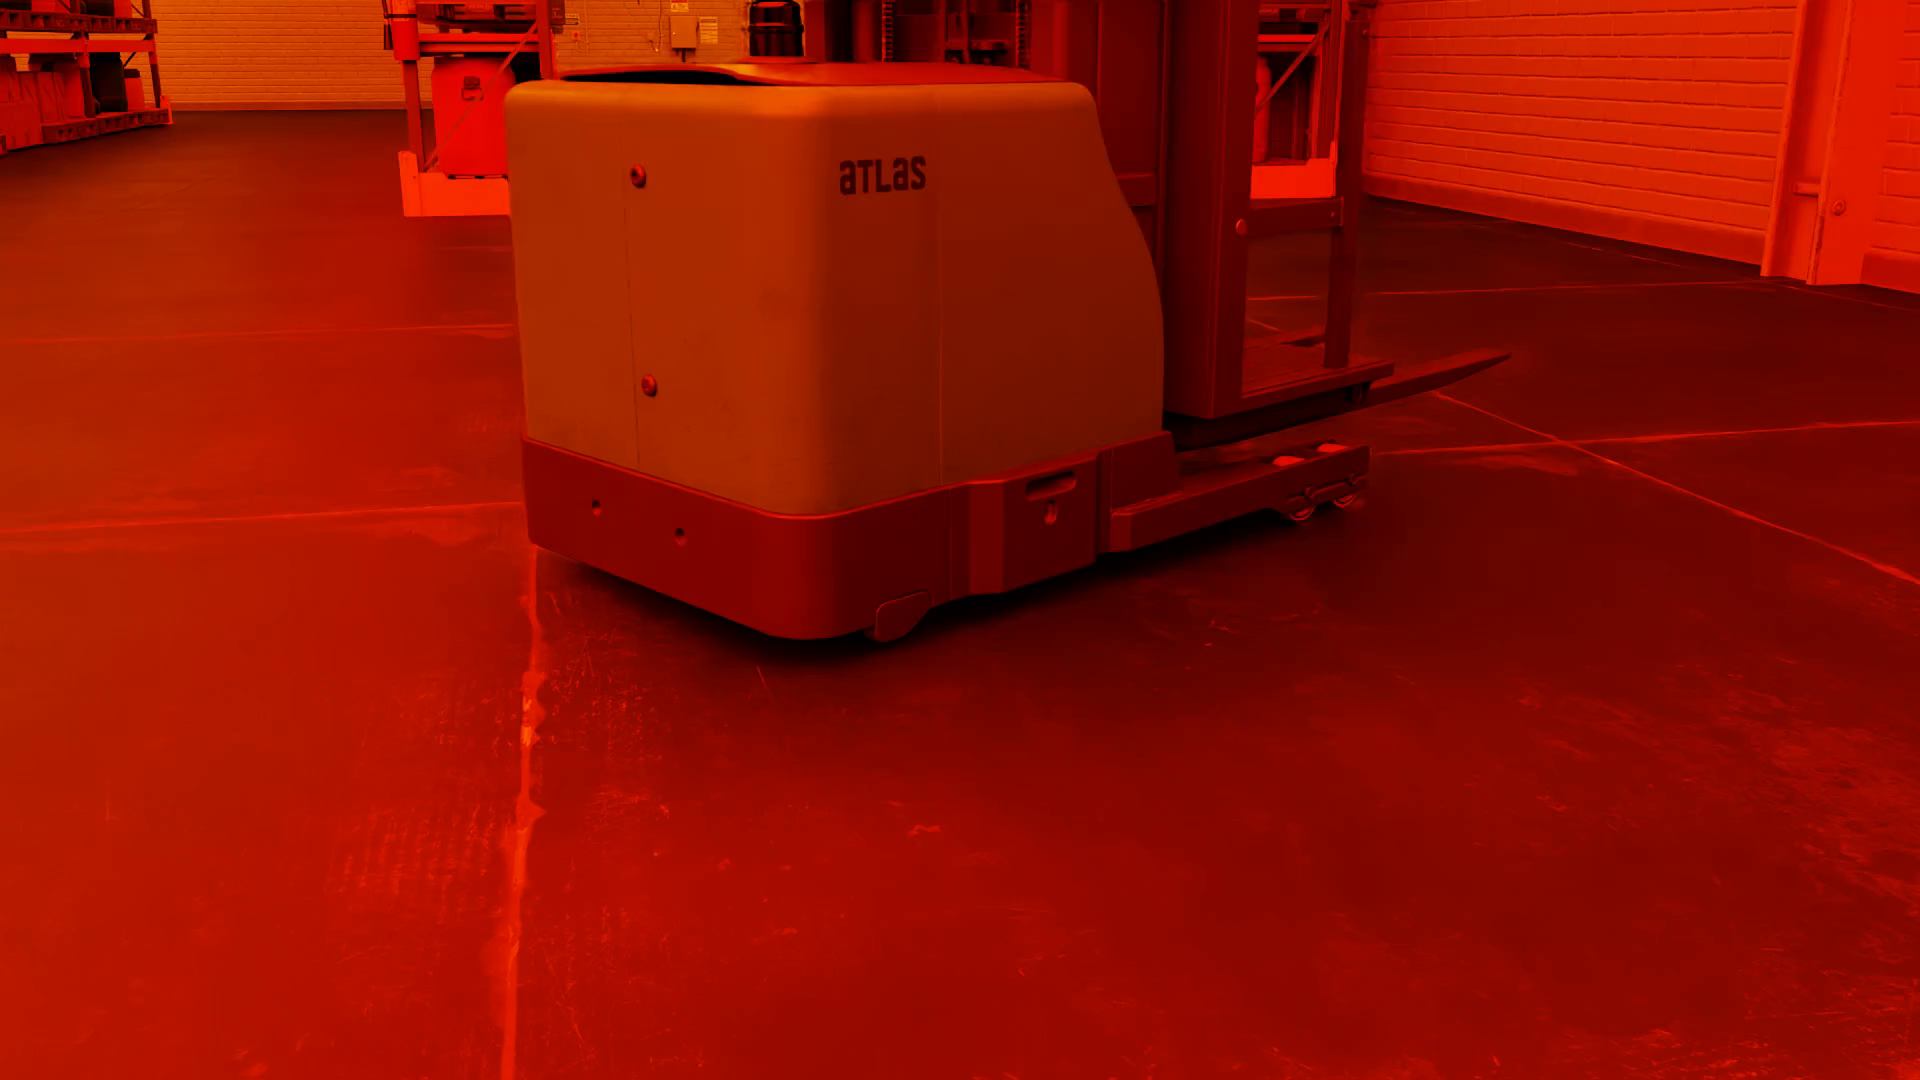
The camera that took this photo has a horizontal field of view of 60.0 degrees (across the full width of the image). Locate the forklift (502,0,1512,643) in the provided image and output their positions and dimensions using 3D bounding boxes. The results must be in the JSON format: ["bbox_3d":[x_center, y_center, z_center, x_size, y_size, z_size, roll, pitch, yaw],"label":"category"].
[{"bbox_3d":[0.419,-1.543,4.064,3.031,2.935,1.130,-16,23,-42],"label":"forklift"}]
